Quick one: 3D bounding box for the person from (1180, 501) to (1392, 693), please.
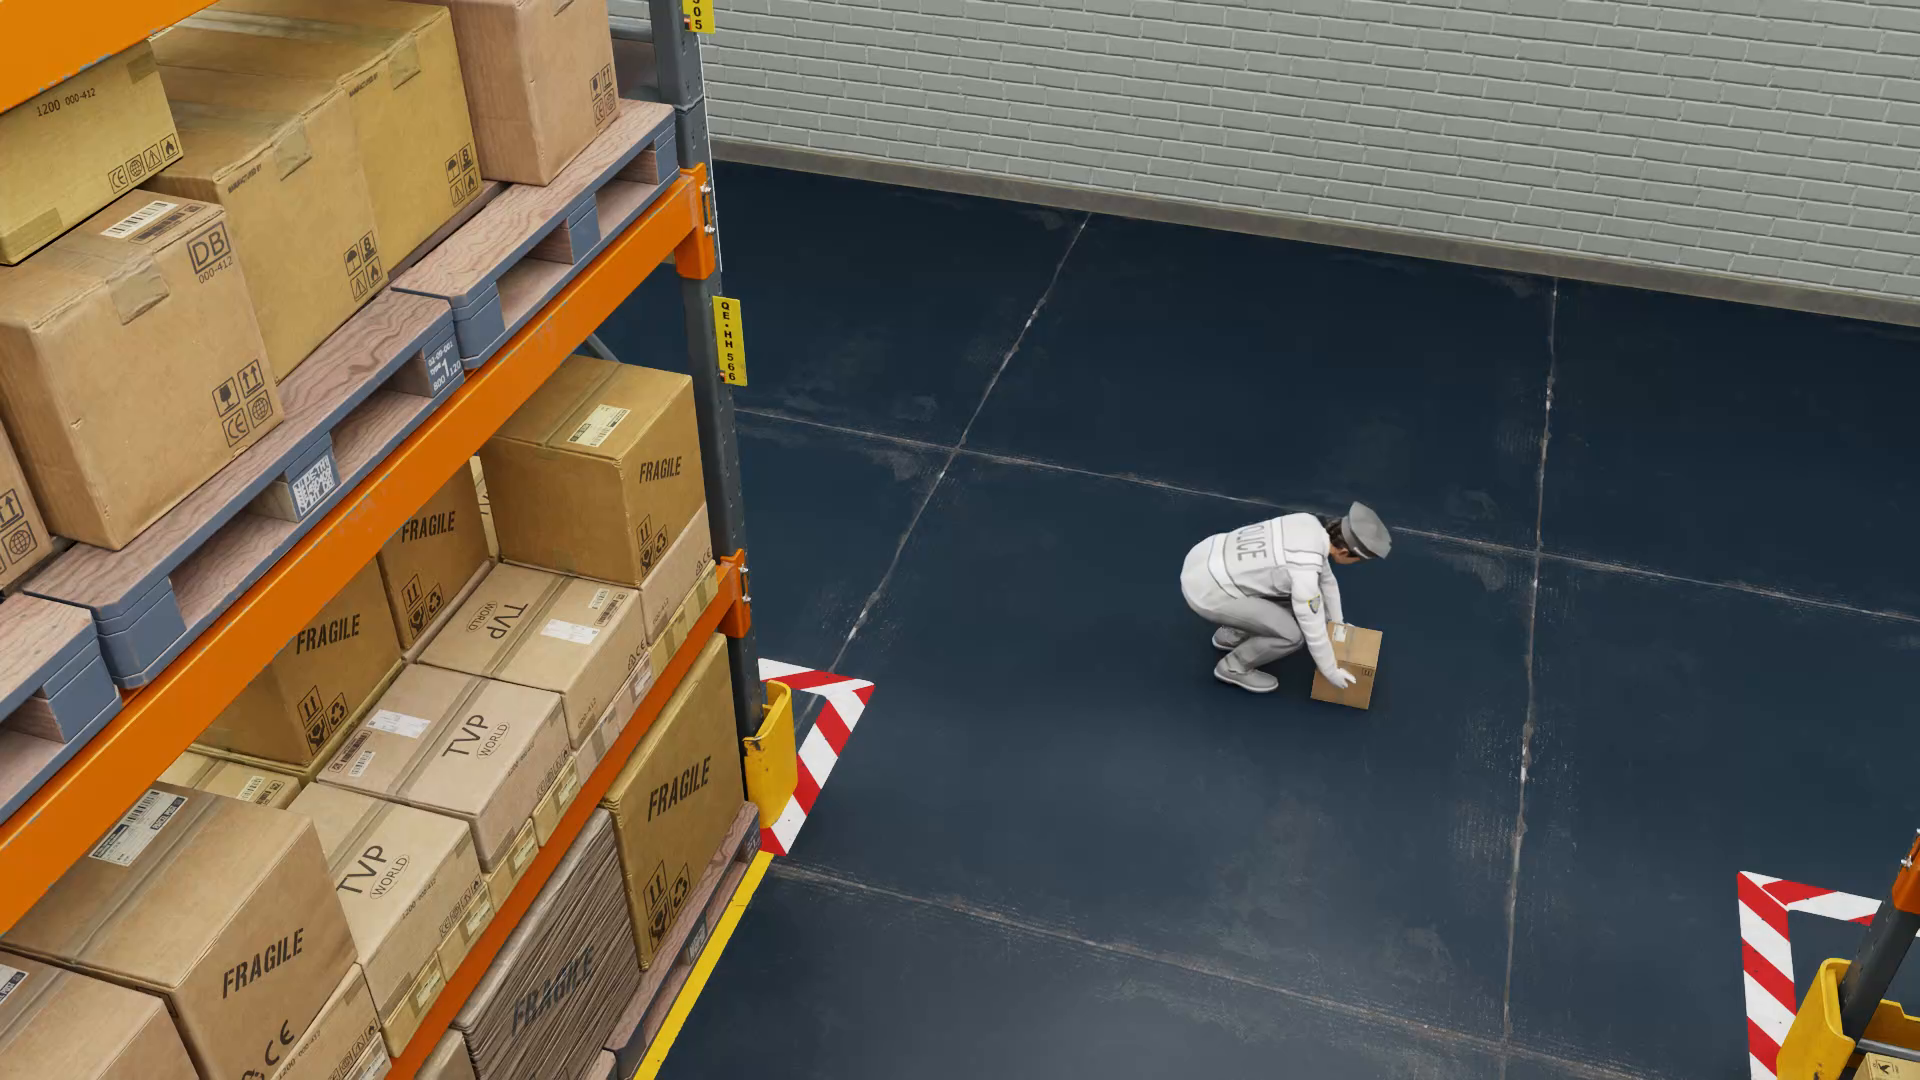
[{"bbox_3d":[1.395,0.215,7.234,0.854,0.913,0.478,11,39,14],"label":"person"}]
